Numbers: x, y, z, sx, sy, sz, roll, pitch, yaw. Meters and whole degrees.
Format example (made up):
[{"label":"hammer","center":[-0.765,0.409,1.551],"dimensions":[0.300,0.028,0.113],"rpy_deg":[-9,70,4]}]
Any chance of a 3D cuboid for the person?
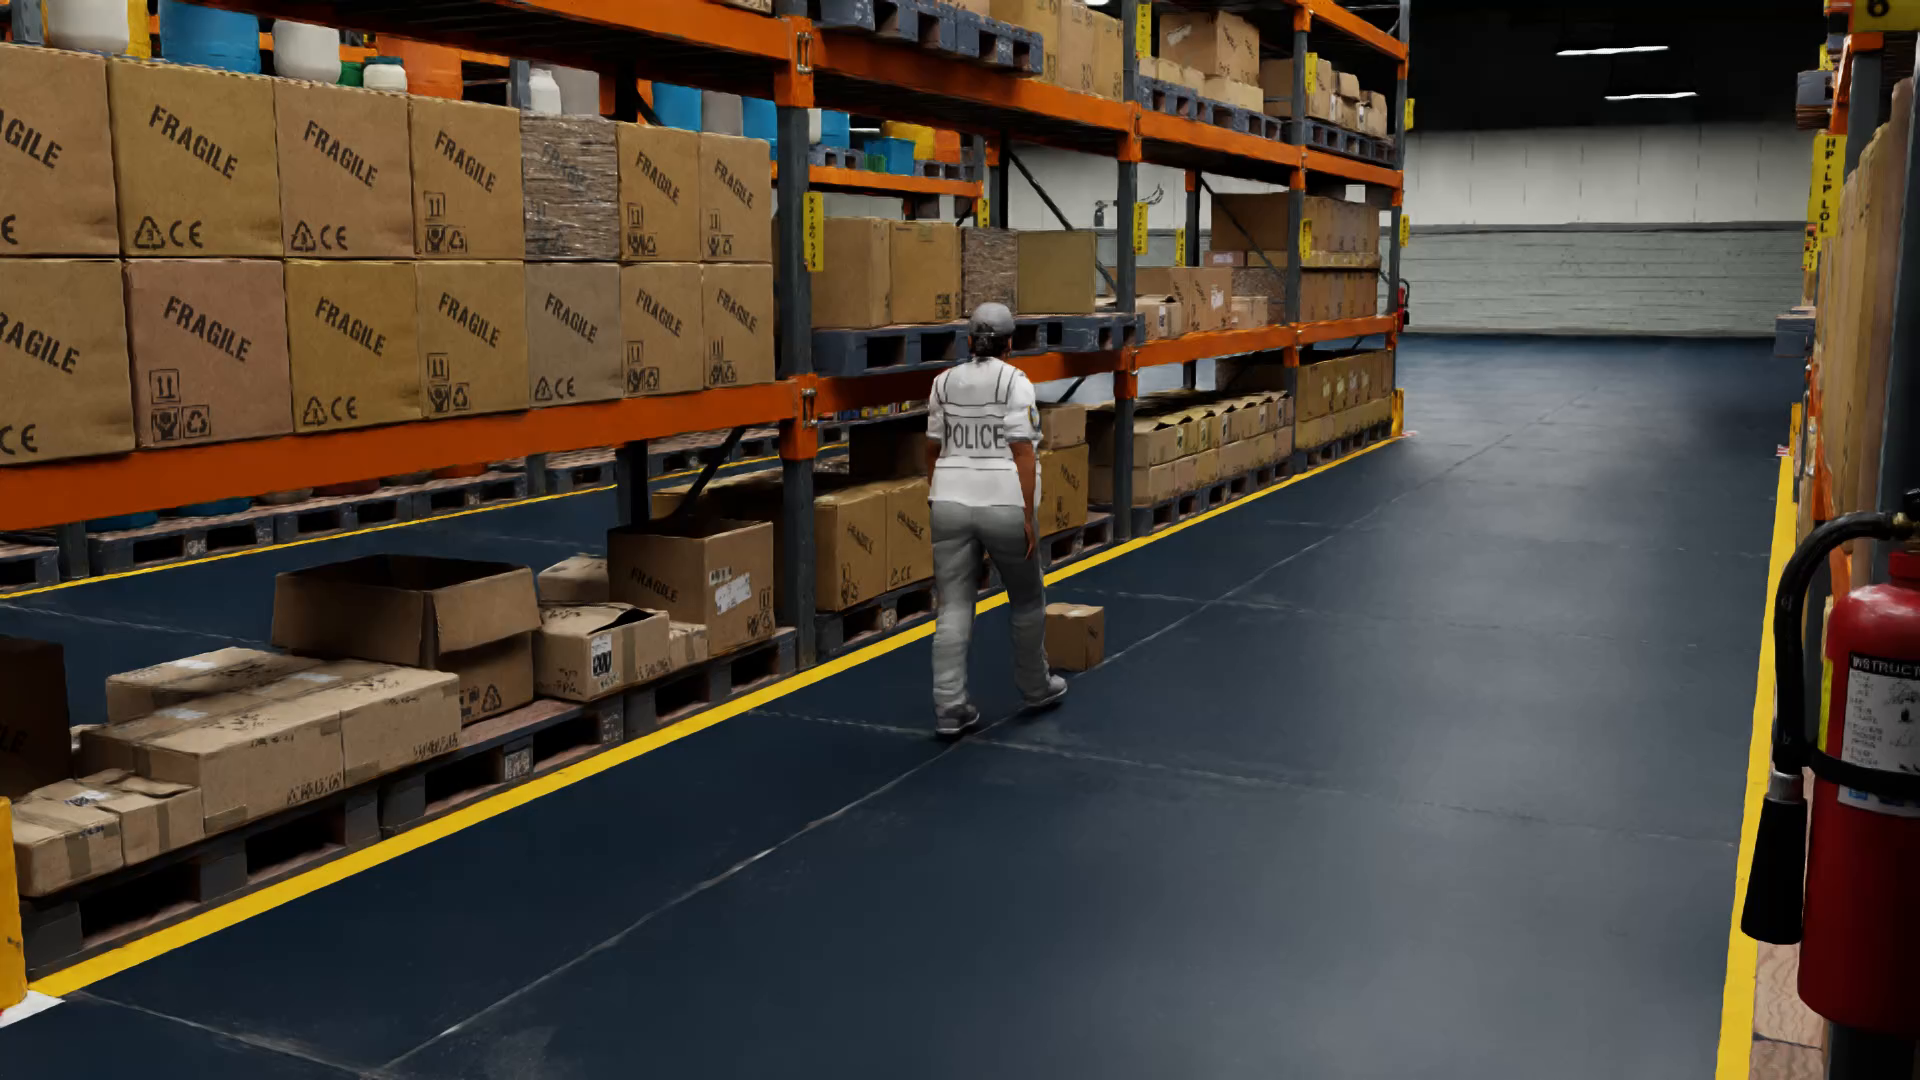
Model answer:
[{"label":"person","center":[0.110,-0.114,6.522],"dimensions":[0.495,1.625,0.796],"rpy_deg":[4,10,21]}]
